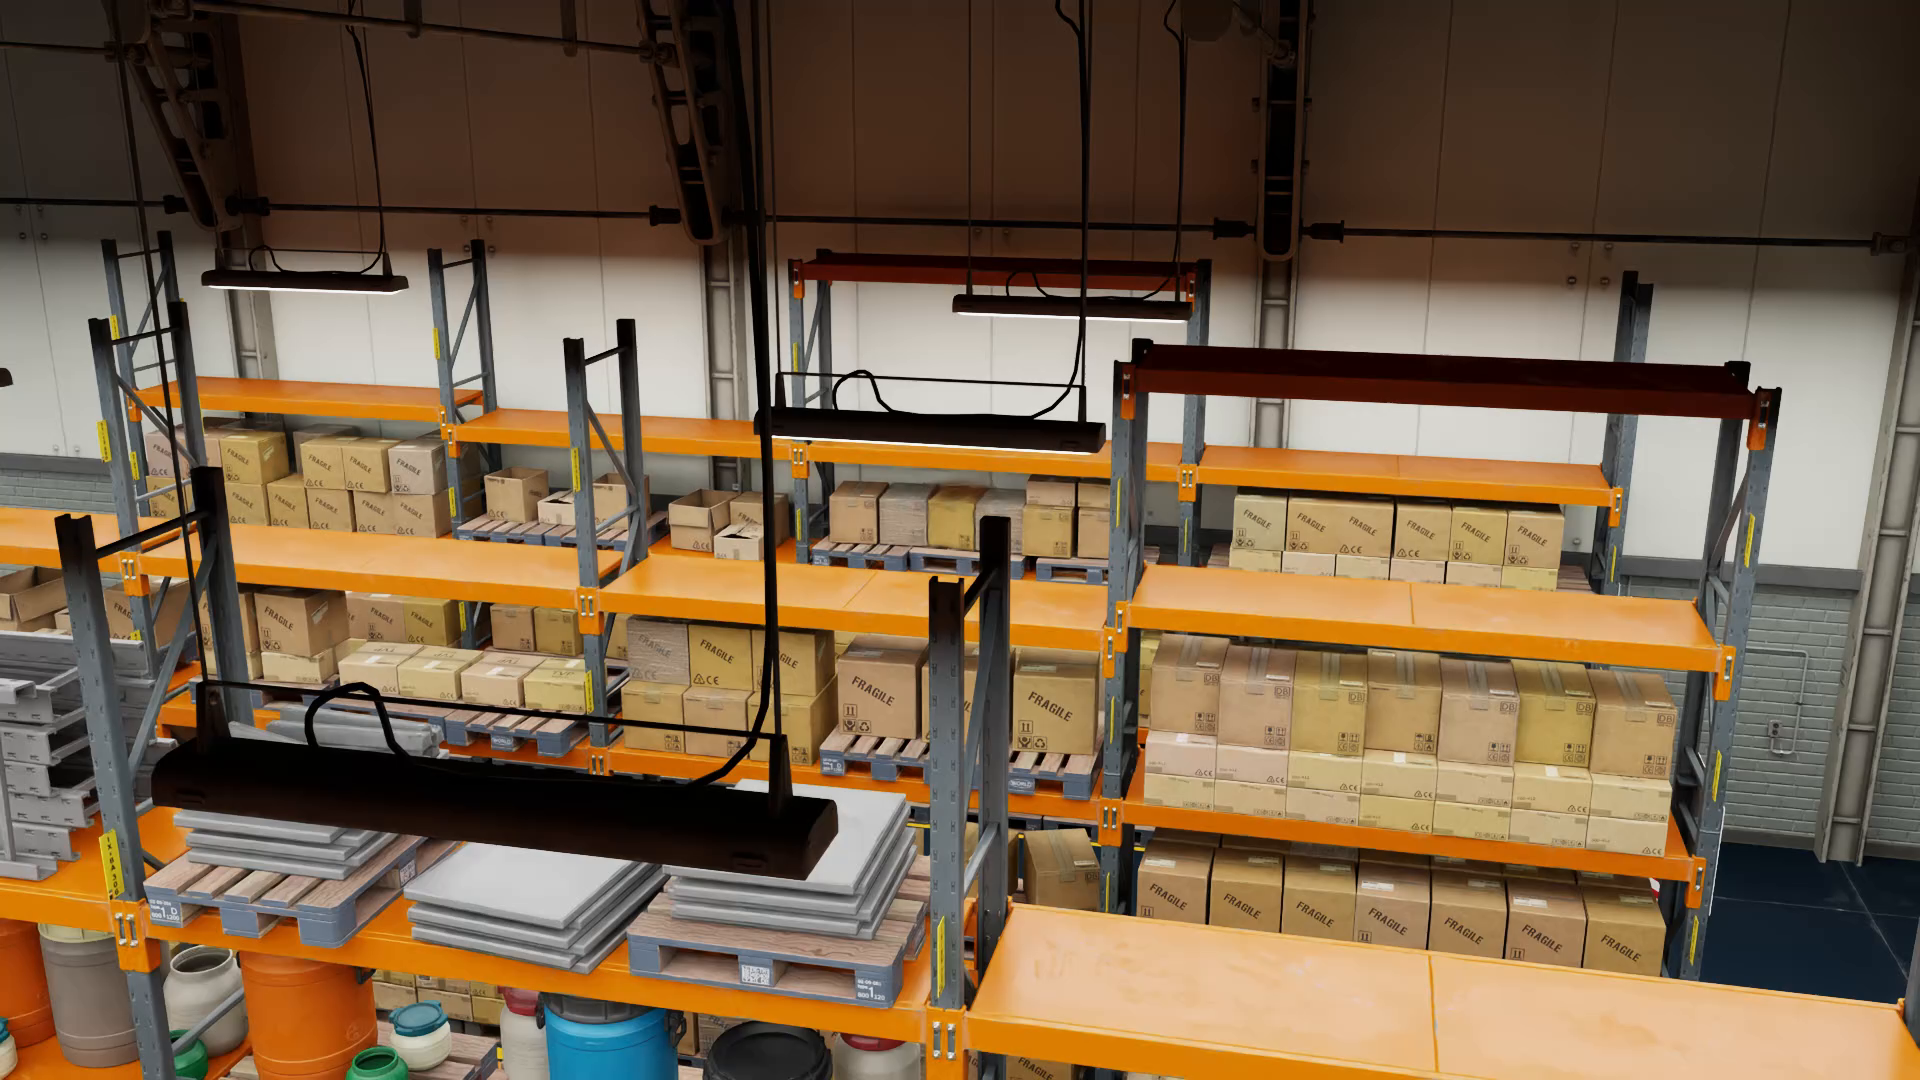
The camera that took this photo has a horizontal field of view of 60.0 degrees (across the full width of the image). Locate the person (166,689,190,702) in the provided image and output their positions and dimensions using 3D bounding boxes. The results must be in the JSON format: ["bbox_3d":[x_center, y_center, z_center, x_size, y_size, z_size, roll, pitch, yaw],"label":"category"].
[{"bbox_3d":[-8.674,1.989,18.650,0.754,1.649,0.472,9,19,29],"label":"person"}]
